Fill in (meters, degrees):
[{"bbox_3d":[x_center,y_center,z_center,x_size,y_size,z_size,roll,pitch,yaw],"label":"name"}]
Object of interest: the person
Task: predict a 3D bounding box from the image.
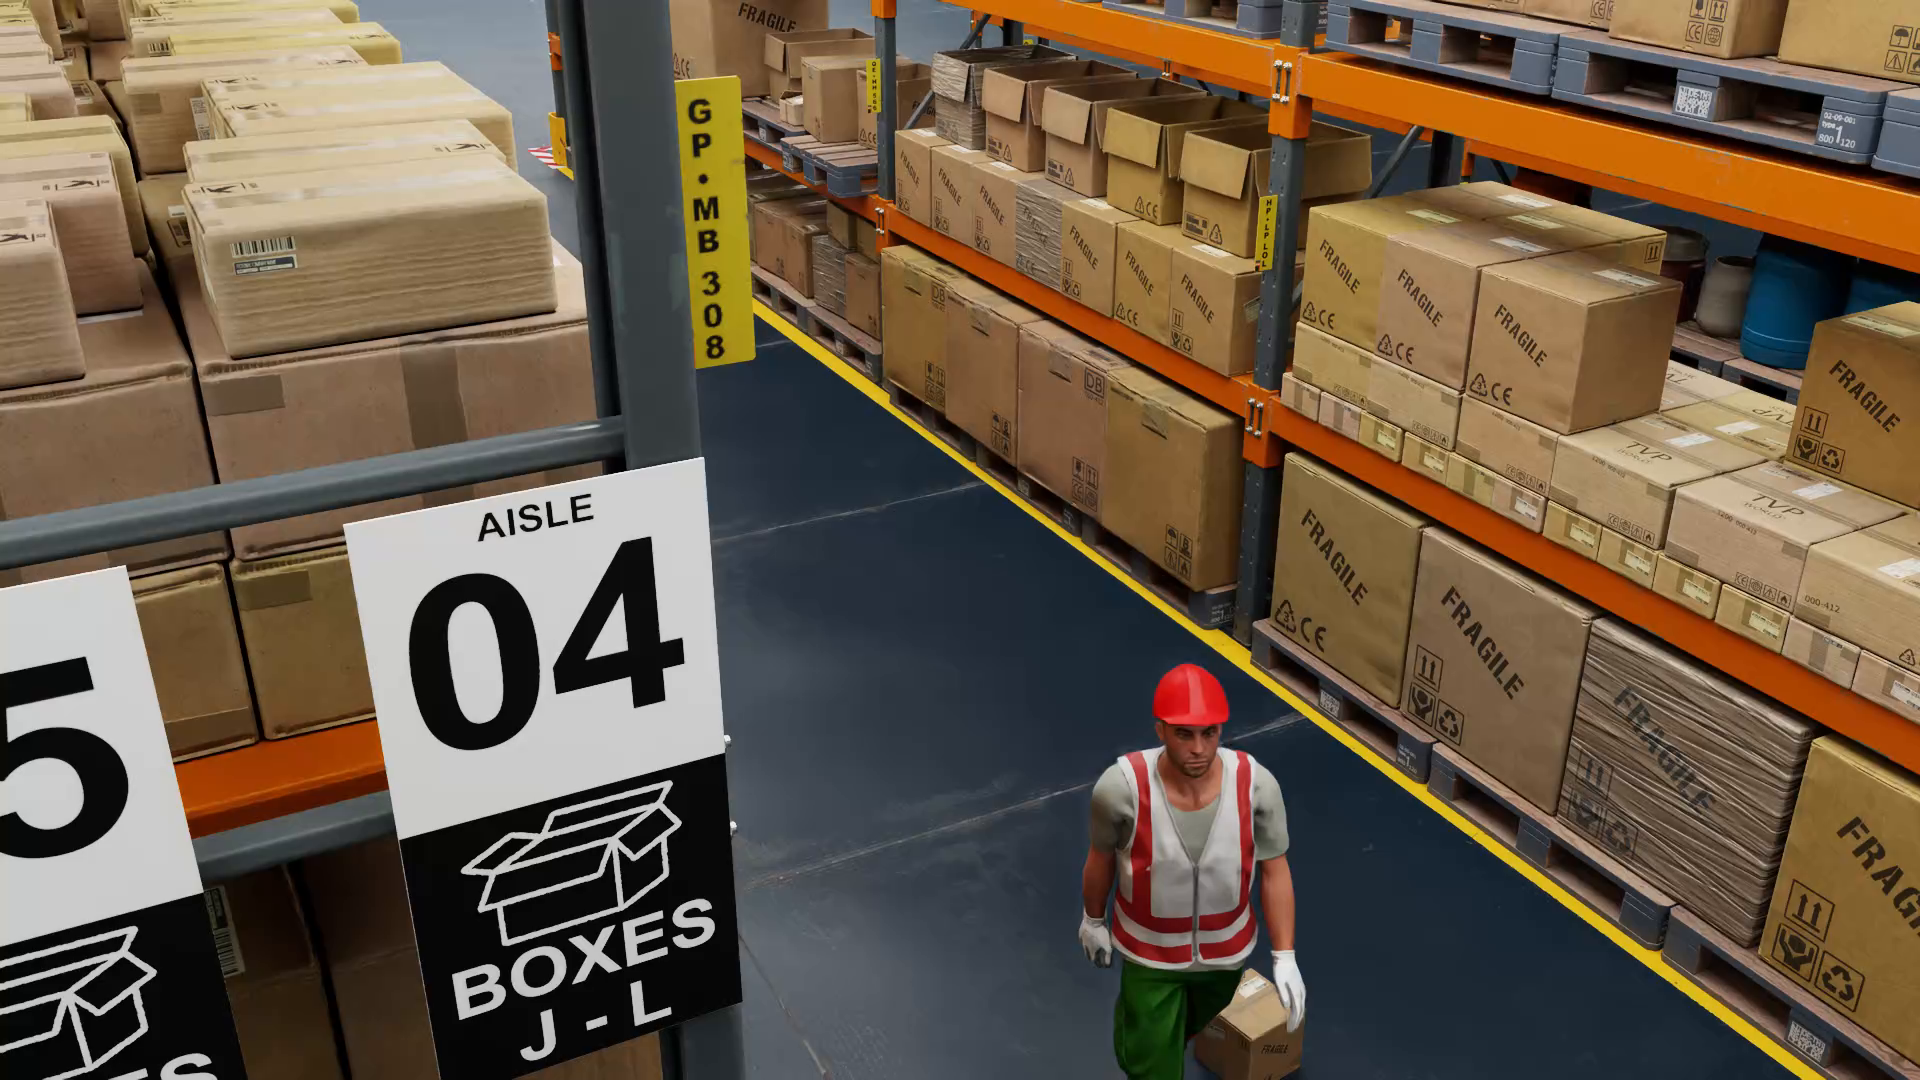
[{"bbox_3d":[0.647,1.154,4.622,0.549,1.732,1.066,-3,26,-7],"label":"person"}]
